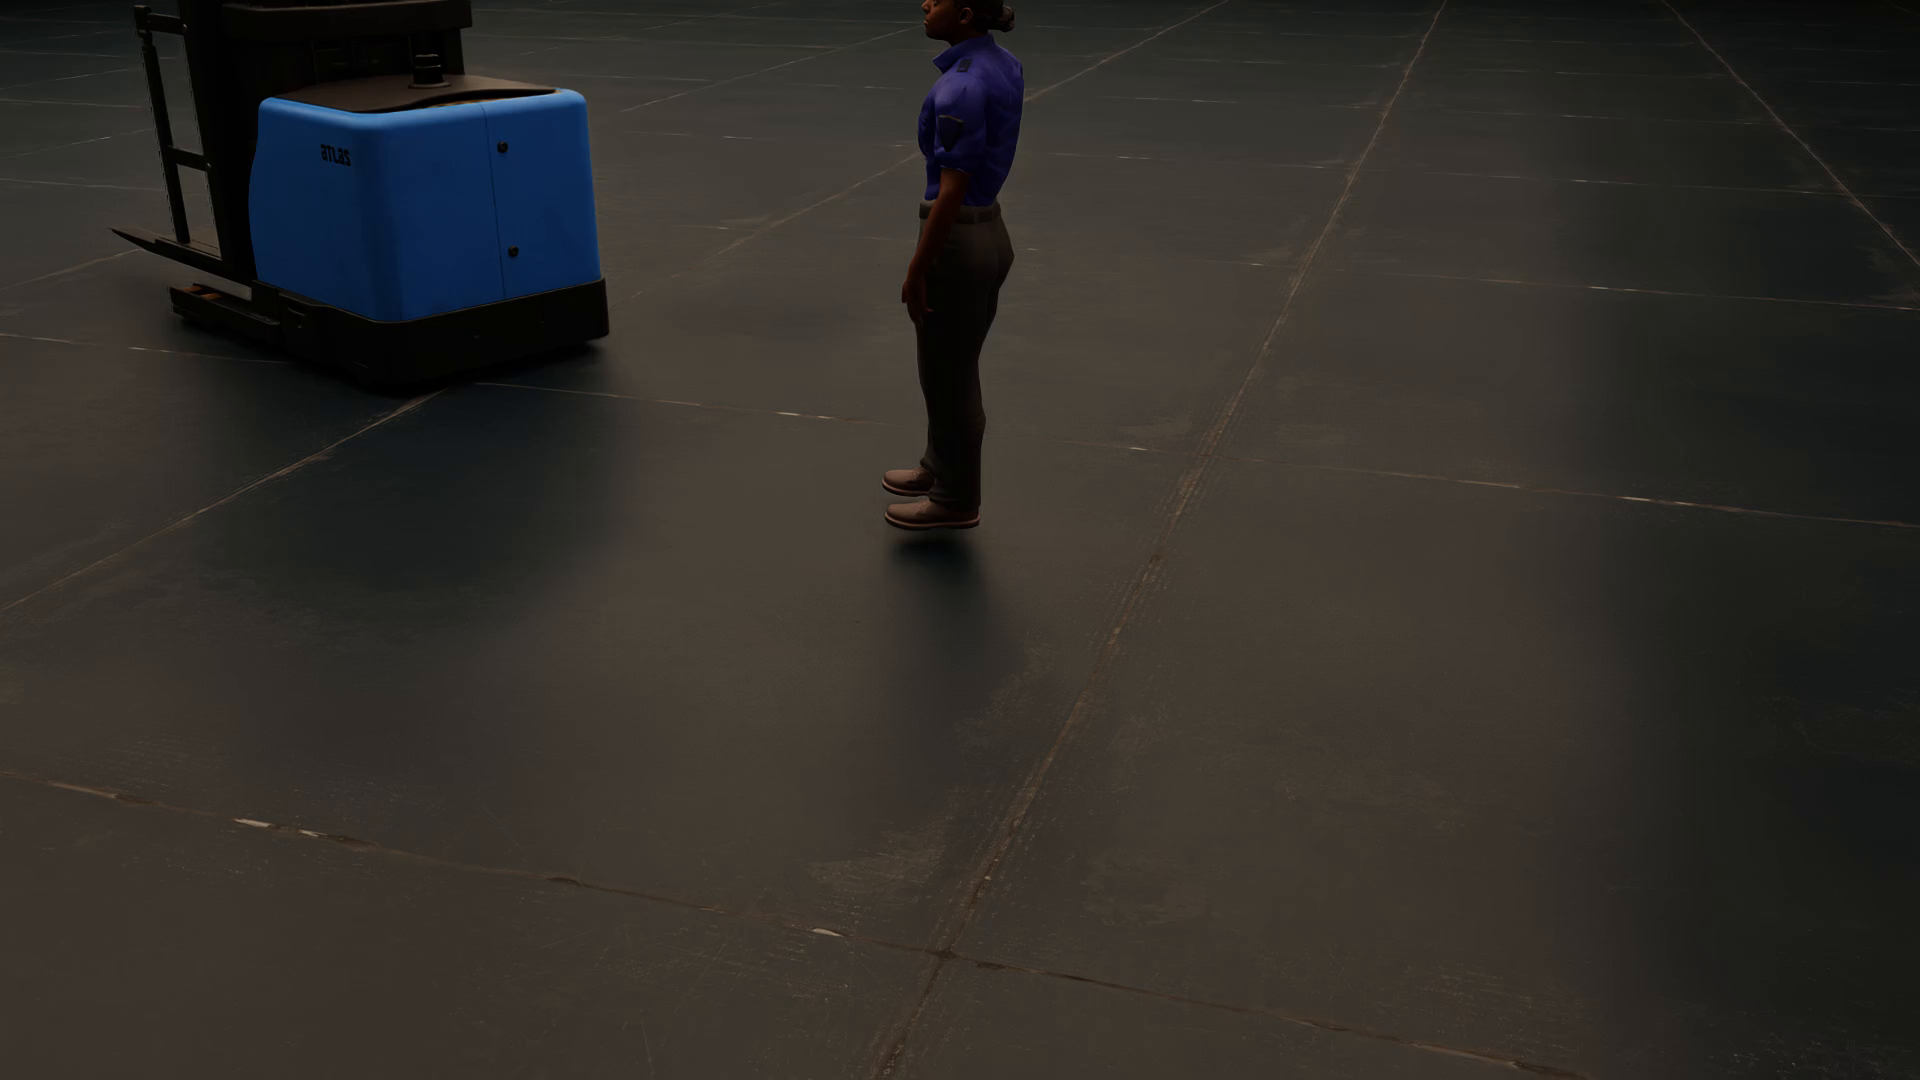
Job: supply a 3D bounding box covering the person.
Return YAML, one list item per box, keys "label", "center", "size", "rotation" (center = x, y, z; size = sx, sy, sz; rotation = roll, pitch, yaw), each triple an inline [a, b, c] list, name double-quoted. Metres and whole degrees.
- label: "person"
  center: [-0.078, -0.826, 4.828]
  size: [0.503, 1.656, 0.569]
  rotation: [7, 23, 16]

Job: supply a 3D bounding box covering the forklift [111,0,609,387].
- label: "forklift"
  center: [-2.910, -2.411, 7.120]
  size: [3.031, 2.935, 1.130]
  rotation: [20, 29, 39]
